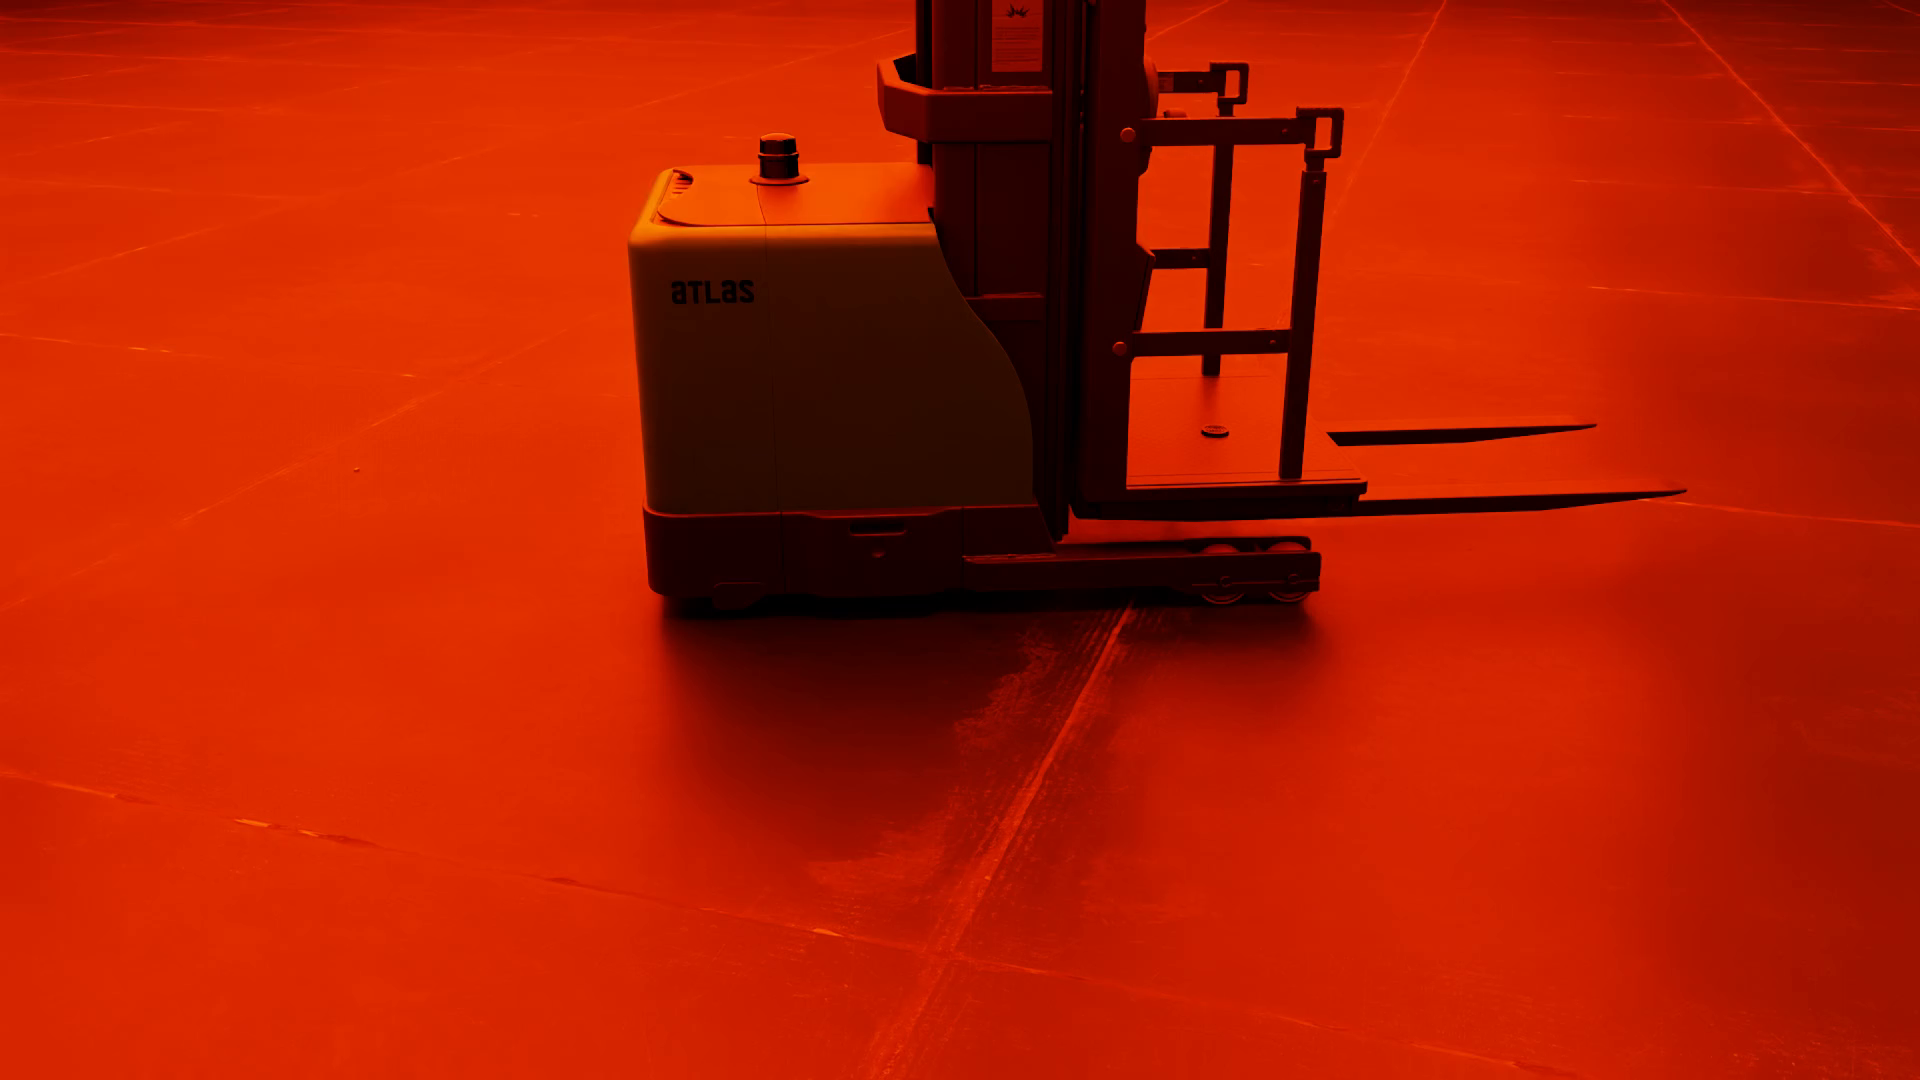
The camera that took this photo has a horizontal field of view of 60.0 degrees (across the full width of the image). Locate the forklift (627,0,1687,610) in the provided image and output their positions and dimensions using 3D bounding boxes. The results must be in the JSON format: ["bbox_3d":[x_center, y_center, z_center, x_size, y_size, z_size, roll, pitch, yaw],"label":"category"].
[{"bbox_3d":[0.606,-1.374,4.608,3.031,2.935,1.130,-2,23,-4],"label":"forklift"}]
